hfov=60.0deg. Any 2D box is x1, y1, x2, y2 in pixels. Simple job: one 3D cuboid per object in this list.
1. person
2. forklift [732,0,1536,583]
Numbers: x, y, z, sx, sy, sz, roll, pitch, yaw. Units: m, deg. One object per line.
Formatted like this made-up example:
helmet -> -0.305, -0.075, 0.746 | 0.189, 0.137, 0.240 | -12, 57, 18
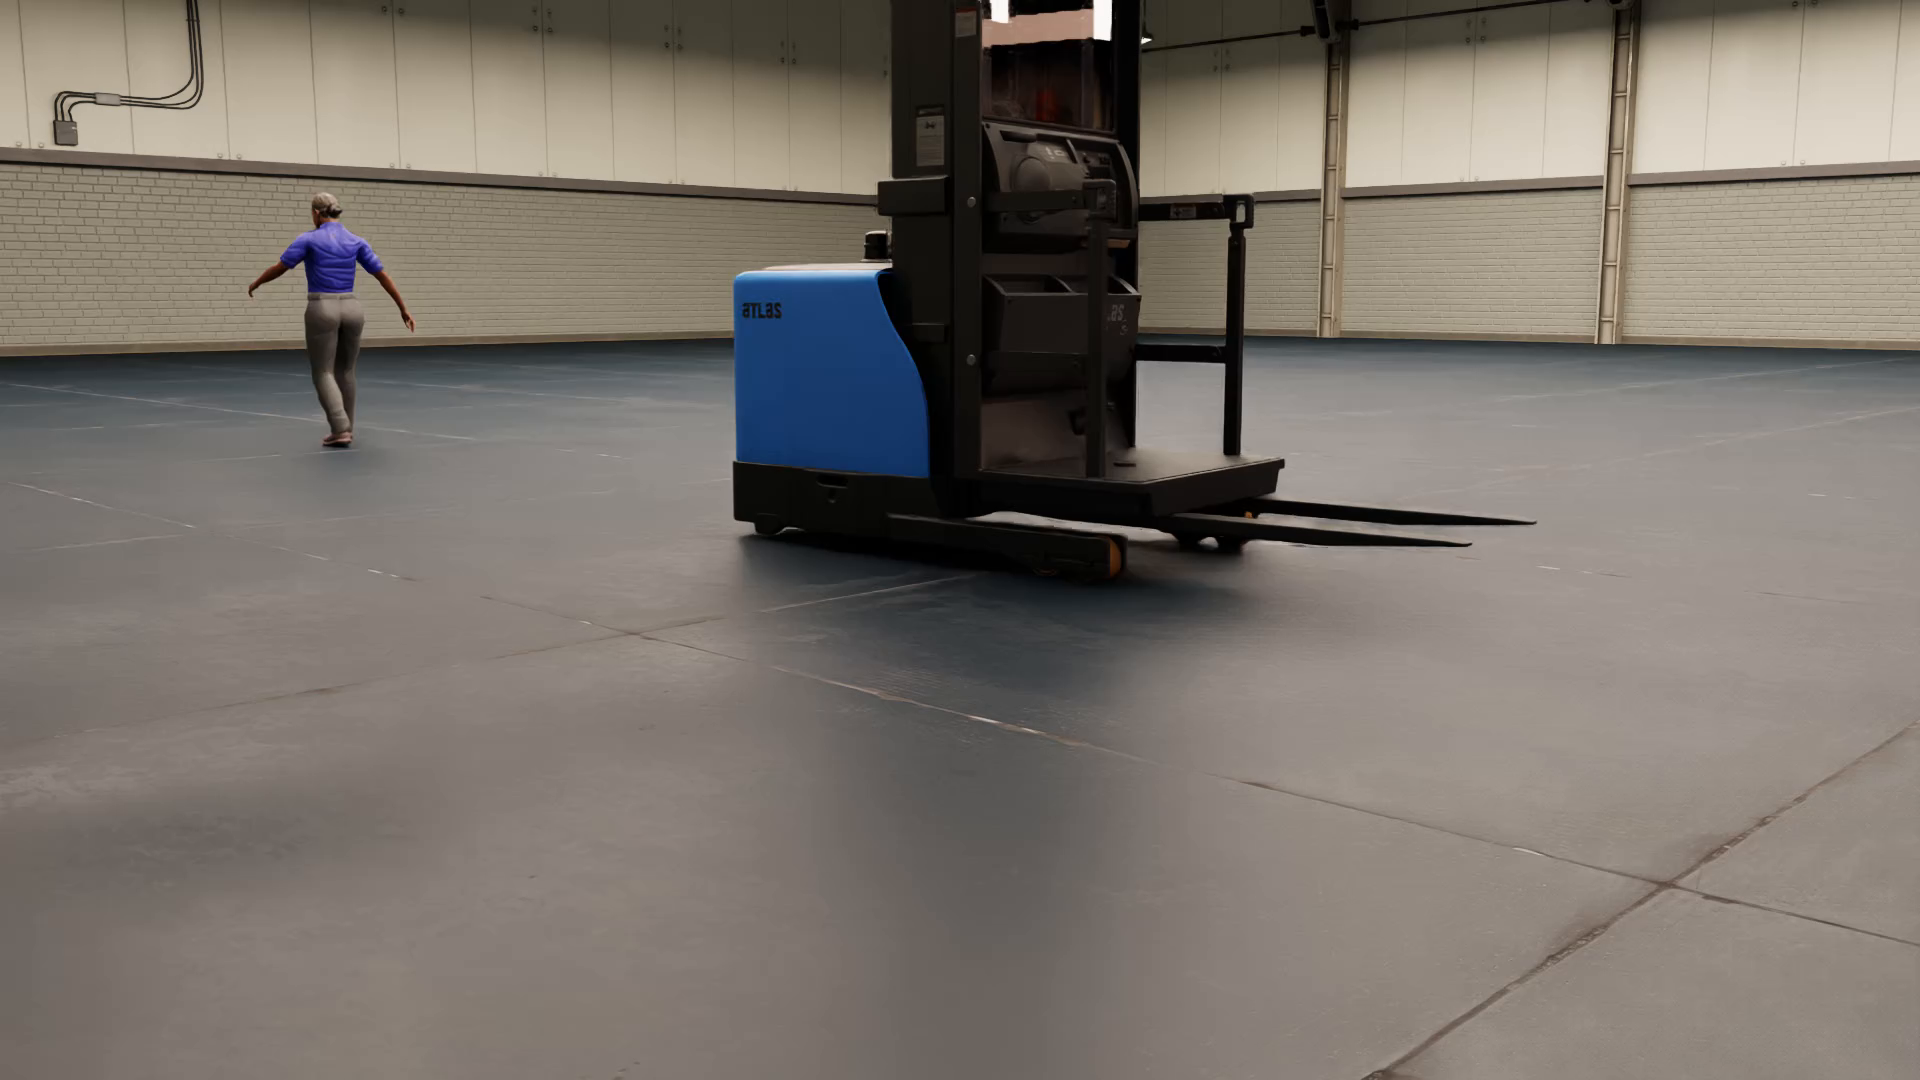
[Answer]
person -> -4.083, -1.441, 10.884 | 0.892, 1.636, 0.730 | -8, 11, -41
forklift -> 0.552, -1.390, 6.103 | 3.031, 2.935, 1.130 | 6, 11, 37
